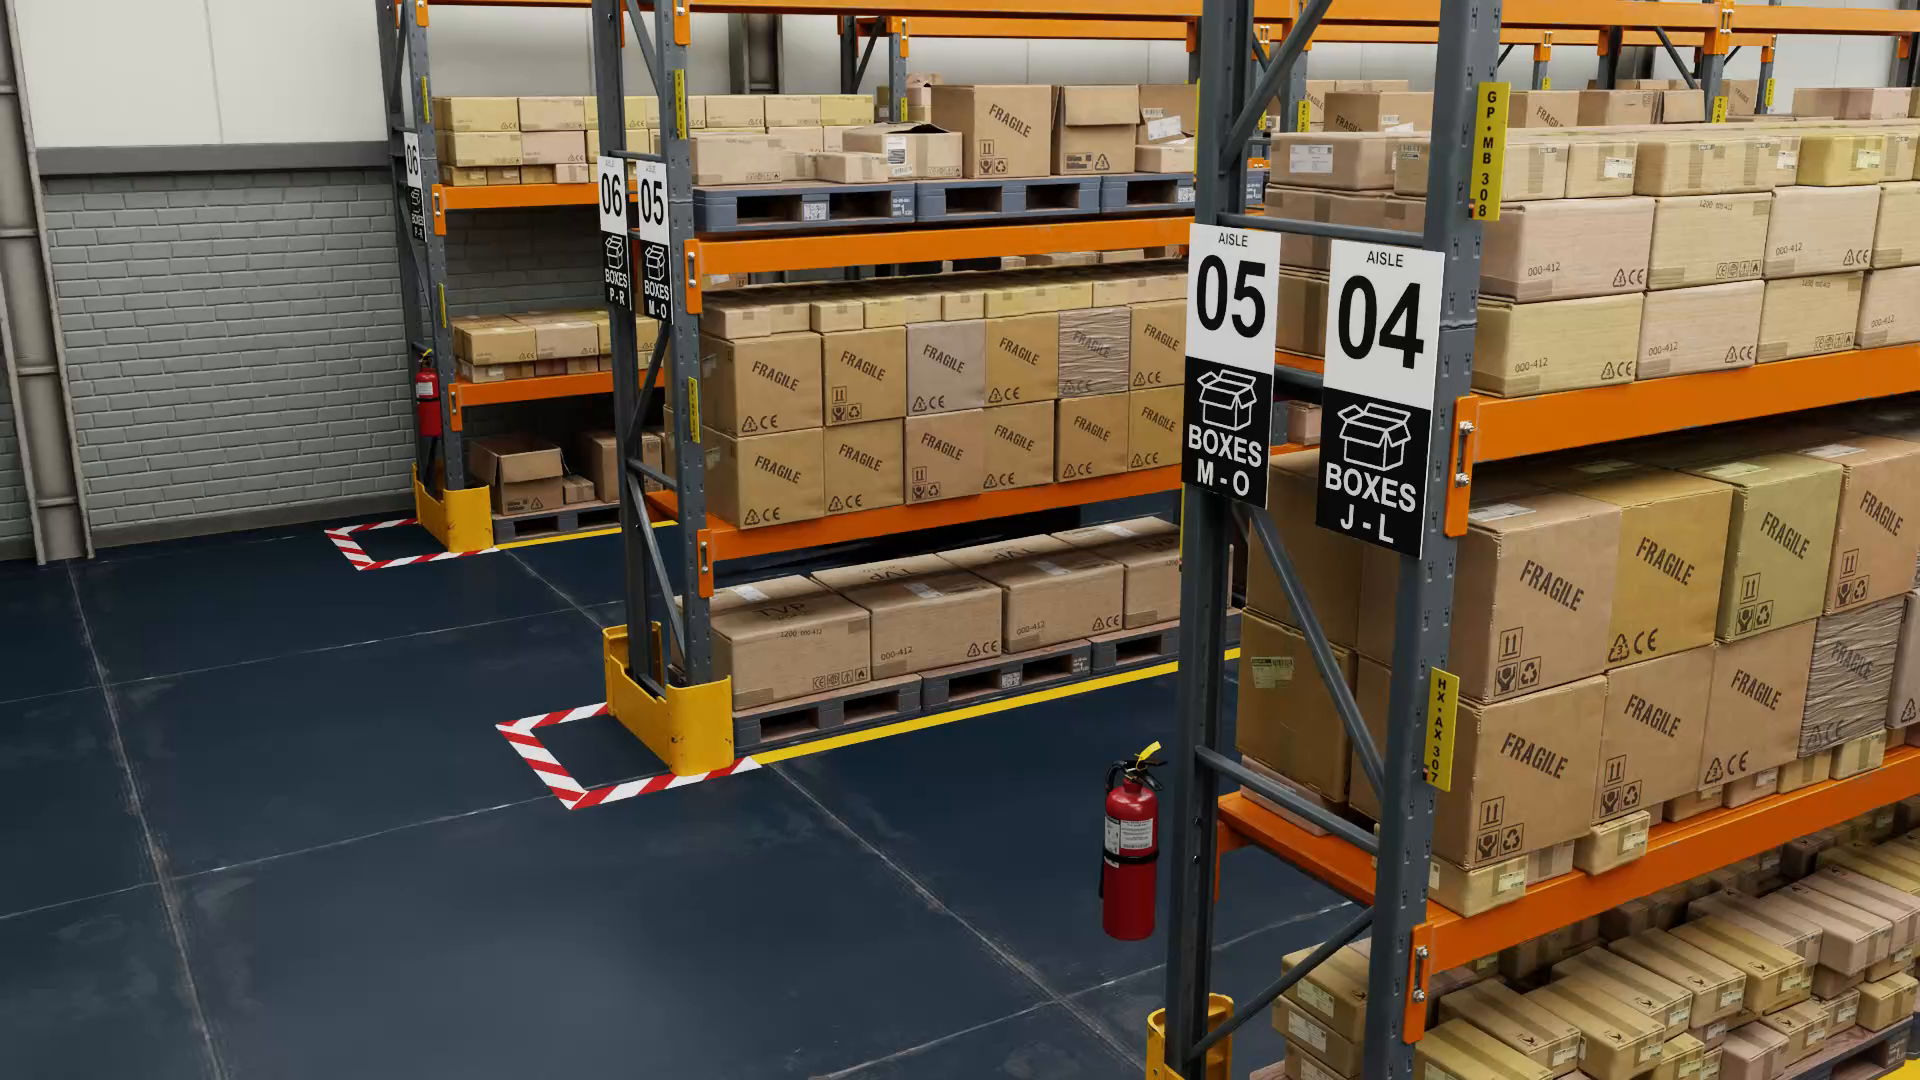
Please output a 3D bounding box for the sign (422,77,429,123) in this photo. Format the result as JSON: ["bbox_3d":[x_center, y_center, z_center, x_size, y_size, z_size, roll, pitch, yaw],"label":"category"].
[{"bbox_3d":[-3.914,-3.221,12.168,0.005,0.325,0.100,-9,18,-30],"label":"sign"}]

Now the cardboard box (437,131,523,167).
[{"bbox_3d":[-3.672,-2.996,12.708,0.500,0.250,0.500,-9,18,-30],"label":"cardboard box"}]

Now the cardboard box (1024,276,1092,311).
[{"bbox_3d":[0.566,-1.452,9.794,0.250,0.149,0.380,-10,18,-31],"label":"cardboard box"}]

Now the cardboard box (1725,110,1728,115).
[{"bbox_3d":[8.968,-5.094,19.970,0.250,0.149,0.380,-10,18,-31],"label":"cardboard box"}]

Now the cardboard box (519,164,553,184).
[{"bbox_3d":[-3.361,-2.870,12.999,0.250,0.149,0.380,-9,18,-29],"label":"cardboard box"}]

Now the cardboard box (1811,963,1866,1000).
[{"bbox_3d":[3.164,1.552,6.267,0.250,0.149,0.380,-10,19,-32],"label":"cardboard box"}]

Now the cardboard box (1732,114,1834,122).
[{"bbox_3d":[6.516,-3.159,13.372,0.637,0.503,0.797,-9,18,-30],"label":"cardboard box"}]

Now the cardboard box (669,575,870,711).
[{"bbox_3d":[-1.120,0.583,9.743,0.875,0.438,0.875,-10,18,-32],"label":"cardboard box"}]

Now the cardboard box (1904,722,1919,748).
[{"bbox_3d":[3.431,0.615,6.123,0.250,0.149,0.380,-10,19,-32],"label":"cardboard box"}]

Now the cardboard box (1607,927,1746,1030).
[{"bbox_3d":[2.495,1.526,5.811,0.250,0.149,0.380,-8,18,-28],"label":"cardboard box"}]

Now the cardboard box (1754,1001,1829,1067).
[{"bbox_3d":[2.935,1.751,6.110,0.250,0.149,0.380,-9,18,-30],"label":"cardboard box"}]

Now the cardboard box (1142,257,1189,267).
[{"bbox_3d":[1.391,-1.748,10.849,0.250,0.149,0.380,-10,18,-31],"label":"cardboard box"}]

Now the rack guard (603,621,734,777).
[{"bbox_3d":[-1.655,0.873,9.369,0.348,0.500,1.175,-9,18,-30],"label":"rack guard"}]

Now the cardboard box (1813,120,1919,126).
[{"bbox_3d":[3.374,-1.475,6.171,0.250,0.149,0.380,-10,18,-31],"label":"cardboard box"}]

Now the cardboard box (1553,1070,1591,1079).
[{"bbox_3d":[1.847,1.786,5.433,0.250,0.149,0.380,-9,18,-30],"label":"cardboard box"}]

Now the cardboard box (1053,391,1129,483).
[{"bbox_3d":[0.667,-0.668,10.052,0.500,0.500,0.500,-10,18,-31],"label":"cardboard box"}]

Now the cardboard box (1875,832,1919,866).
[{"bbox_3d":[3.851,1.316,6.559,0.250,0.149,0.380,-9,18,-30],"label":"cardboard box"}]

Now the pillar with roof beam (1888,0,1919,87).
[{"bbox_3d":[15.821,-6.544,20.084,0.400,9.000,9.100,-9,18,-30],"label":"pillar with roof beam"}]

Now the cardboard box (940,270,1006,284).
[{"bbox_3d":[0.075,-1.541,10.109,0.250,0.149,0.380,-9,18,-30],"label":"cardboard box"}]

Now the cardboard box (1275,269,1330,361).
[{"bbox_3d":[1.256,-0.699,5.067,0.500,0.250,0.500,-10,18,-31],"label":"cardboard box"}]

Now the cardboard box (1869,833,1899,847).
[{"bbox_3d":[3.784,1.301,7.164,0.250,0.149,0.380,-9,18,-29],"label":"cardboard box"}]

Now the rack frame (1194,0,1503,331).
[{"bbox_3d":[1.002,-2.091,4.198,0.127,3.000,1.000,-9,18,-30],"label":"rack frame"}]

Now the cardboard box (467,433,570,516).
[{"bbox_3d":[-3.620,-0.545,13.644,0.637,0.503,0.797,-10,19,-32],"label":"cardboard box"}]

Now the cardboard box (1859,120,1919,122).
[{"bbox_3d":[3.620,-1.501,6.263,0.250,0.149,0.380,-9,18,-30],"label":"cardboard box"}]

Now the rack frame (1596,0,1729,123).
[{"bbox_3d":[5.224,-4.335,12.201,0.127,3.000,1.000,-9,18,-30],"label":"rack frame"}]

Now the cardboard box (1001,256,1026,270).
[{"bbox_3d":[0.209,-2.376,15.364,0.500,0.500,0.700,-9,18,-29],"label":"cardboard box"}]

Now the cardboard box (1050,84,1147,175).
[{"bbox_3d":[0.655,-2.439,9.843,0.637,0.503,0.797,-8,17,-25],"label":"cardboard box"}]

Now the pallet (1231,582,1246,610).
[{"bbox_3d":[2.417,0.328,11.848,1.213,0.211,1.003,-9,18,-30],"label":"pallet"}]

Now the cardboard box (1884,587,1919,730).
[{"bbox_3d":[3.289,0.323,5.963,0.500,0.500,0.500,-9,18,-30],"label":"cardboard box"}]

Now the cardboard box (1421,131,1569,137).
[{"bbox_3d":[1.617,-1.169,5.079,0.250,0.149,0.380,-10,18,-31],"label":"cardboard box"}]

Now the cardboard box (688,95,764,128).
[{"bbox_3d":[-1.943,-3.527,13.678,0.500,0.250,0.500,-9,18,-29],"label":"cardboard box"}]

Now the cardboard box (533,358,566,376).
[{"bbox_3d":[-3.369,-1.434,13.432,0.250,0.149,0.380,-9,18,-30],"label":"cardboard box"}]

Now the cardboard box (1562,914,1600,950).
[{"bbox_3d":[2.183,1.391,6.293,0.250,0.149,0.380,-8,18,-28],"label":"cardboard box"}]

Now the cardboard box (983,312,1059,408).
[{"bbox_3d":[0.228,-1.081,9.670,0.500,0.500,0.500,-9,18,-29],"label":"cardboard box"}]

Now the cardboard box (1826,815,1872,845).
[{"bbox_3d":[3.571,1.196,6.986,0.250,0.149,0.380,-9,18,-30],"label":"cardboard box"}]

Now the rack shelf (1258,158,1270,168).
[{"bbox_3d":[4.378,-3.970,17.790,4.000,0.370,1.077,-9,18,-30],"label":"rack shelf"}]

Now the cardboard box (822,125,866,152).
[{"bbox_3d":[-1.049,-3.428,14.251,0.500,0.250,0.500,-9,18,-30],"label":"cardboard box"}]

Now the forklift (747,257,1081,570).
[{"bbox_3d":[-0.494,-1.308,12.646,3.031,2.935,1.130,-12,20,-36],"label":"forklift"}]

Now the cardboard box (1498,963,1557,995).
[{"bbox_3d":[2.035,1.599,6.101,0.250,0.149,0.380,-9,18,-30],"label":"cardboard box"}]

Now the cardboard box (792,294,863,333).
[{"bbox_3d":[-0.717,-1.224,8.978,0.250,0.149,0.380,-9,18,-28],"label":"cardboard box"}]

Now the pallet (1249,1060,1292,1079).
[{"bbox_3d":[1.782,2.025,5.796,1.213,0.211,1.003,-9,18,-30],"label":"pallet"}]

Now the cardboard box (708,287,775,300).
[{"bbox_3d":[-1.224,-1.313,9.297,0.250,0.149,0.380,-9,18,-29],"label":"cardboard box"}]

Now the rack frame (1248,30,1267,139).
[{"bbox_3d":[2.664,-5.482,16.296,0.127,3.000,1.000,-9,18,-30],"label":"rack frame"}]

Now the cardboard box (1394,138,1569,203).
[{"bbox_3d":[1.397,-1.000,4.475,0.250,0.149,0.380,-9,18,-30],"label":"cardboard box"}]

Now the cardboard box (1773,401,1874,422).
[{"bbox_3d":[3.034,-0.287,6.286,0.500,0.500,0.500,-9,18,-29],"label":"cardboard box"}]

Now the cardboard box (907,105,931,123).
[{"bbox_3d":[-0.283,-3.695,14.427,0.250,0.149,0.380,-9,18,-28],"label":"cardboard box"}]

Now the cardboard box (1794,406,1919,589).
[{"bbox_3d":[3.281,-0.163,5.844,0.500,0.500,0.500,-9,18,-28],"label":"cardboard box"}]

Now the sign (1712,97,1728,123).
[{"bbox_3d":[5.502,-3.048,12.063,0.005,0.325,0.100,-9,18,-30],"label":"sign"}]

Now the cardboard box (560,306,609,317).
[{"bbox_3d":[-3.066,-1.817,14.062,0.500,0.250,0.500,-9,18,-28],"label":"cardboard box"}]

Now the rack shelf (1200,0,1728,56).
[{"bbox_3d":[3.509,-3.518,11.360,4.000,0.370,1.077,-9,18,-30],"label":"rack shelf"}]

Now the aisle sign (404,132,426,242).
[{"bbox_3d":[-4.101,-2.656,12.511,0.004,0.787,0.394,-9,18,-30],"label":"aisle sign"}]

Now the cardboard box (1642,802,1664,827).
[{"bbox_3d":[2.055,0.811,5.423,0.250,0.149,0.380,-8,18,-27],"label":"cardboard box"}]

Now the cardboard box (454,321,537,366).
[{"bbox_3d":[-3.666,-1.554,13.121,0.500,0.250,0.500,-9,18,-29],"label":"cardboard box"}]

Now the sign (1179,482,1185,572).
[{"bbox_3d":[0.733,-0.044,5.277,0.005,0.325,0.100,-9,18,-30],"label":"sign"}]

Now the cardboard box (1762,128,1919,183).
[{"bbox_3d":[2.743,-1.209,5.221,0.250,0.149,0.380,-9,18,-28],"label":"cardboard box"}]
